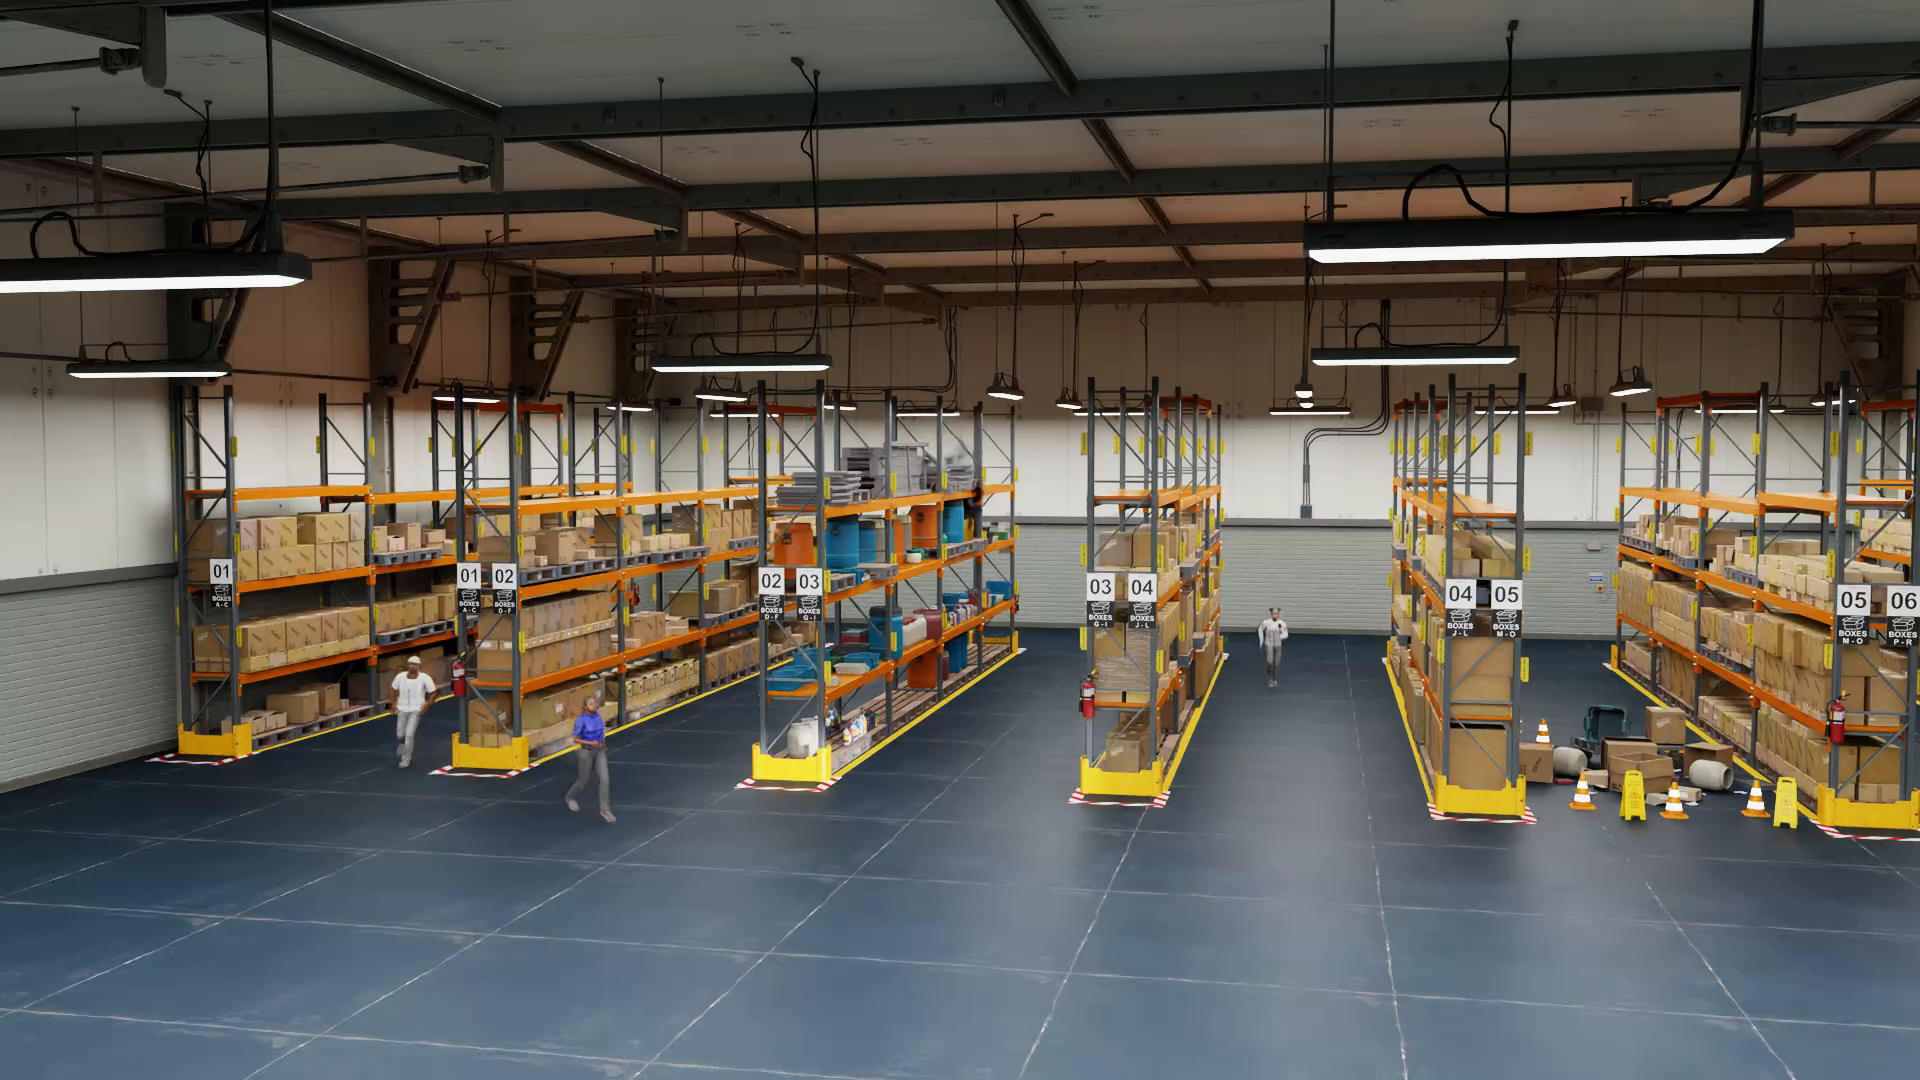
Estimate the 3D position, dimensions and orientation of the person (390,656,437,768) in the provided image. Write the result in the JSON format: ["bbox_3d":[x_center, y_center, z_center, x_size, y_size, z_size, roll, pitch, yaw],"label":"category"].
[{"bbox_3d":[-8.629,2.644,26.270,0.734,1.663,0.574,0,3,-6],"label":"person"}]

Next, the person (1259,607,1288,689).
[{"bbox_3d":[6.509,2.233,34.494,0.572,1.714,0.783,0,3,3],"label":"person"}]

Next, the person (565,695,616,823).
[{"bbox_3d":[-4.975,2.922,22.370,0.923,1.676,0.589,3,4,40],"label":"person"}]
